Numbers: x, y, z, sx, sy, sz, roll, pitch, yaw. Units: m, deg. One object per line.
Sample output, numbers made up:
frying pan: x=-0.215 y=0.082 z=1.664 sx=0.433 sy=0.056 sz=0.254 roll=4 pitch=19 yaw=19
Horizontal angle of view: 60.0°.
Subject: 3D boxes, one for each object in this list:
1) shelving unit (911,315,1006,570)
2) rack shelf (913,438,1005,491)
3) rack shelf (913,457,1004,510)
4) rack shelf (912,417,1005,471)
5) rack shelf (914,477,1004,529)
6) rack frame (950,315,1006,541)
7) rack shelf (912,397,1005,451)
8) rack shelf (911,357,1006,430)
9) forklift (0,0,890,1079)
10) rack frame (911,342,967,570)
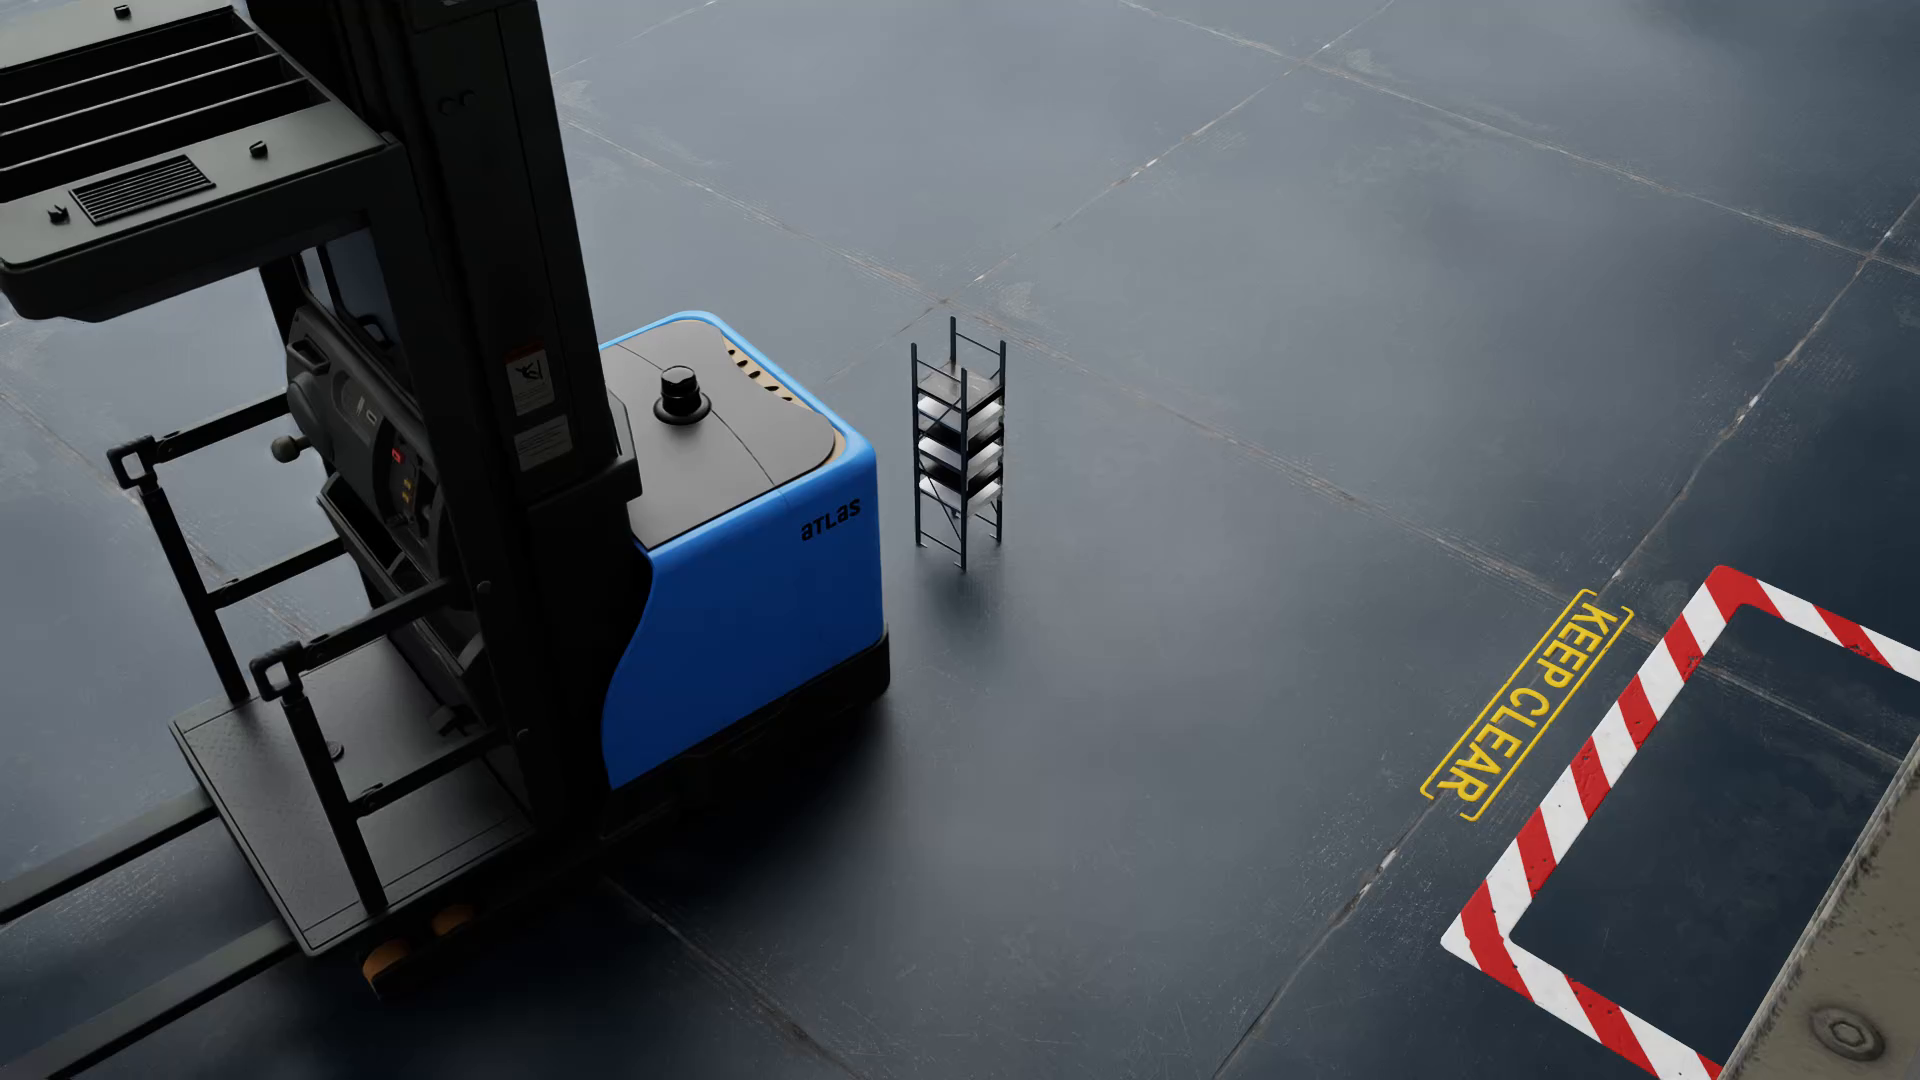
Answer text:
shelving unit: x=-0.005 y=-0.329 z=5.864 sx=0.258 sy=0.900 sz=0.210 roll=29 pitch=50 yaw=28
rack shelf: x=-0.005 y=-0.304 z=5.886 sx=0.258 sy=0.077 sz=0.200 roll=29 pitch=50 yaw=28
rack shelf: x=-0.005 y=-0.238 z=5.947 sx=0.258 sy=0.077 sz=0.200 roll=29 pitch=50 yaw=28
rack shelf: x=-0.005 y=-0.371 z=5.826 sx=0.258 sy=0.077 sz=0.200 roll=29 pitch=50 yaw=28
rack shelf: x=-0.005 y=-0.171 z=6.007 sx=0.258 sy=0.077 sz=0.200 roll=29 pitch=50 yaw=28
rack frame: x=0.060 y=-0.381 z=5.921 sx=0.240 sy=0.900 sz=0.006 roll=29 pitch=50 yaw=28
rack shelf: x=-0.005 y=-0.437 z=5.765 sx=0.258 sy=0.077 sz=0.200 roll=29 pitch=50 yaw=28
rack shelf: x=-0.005 y=-0.504 z=5.705 sx=0.258 sy=0.077 sz=0.200 roll=29 pitch=50 yaw=28
forklift: x=-1.697 y=-0.190 z=4.202 sx=3.031 sy=2.935 sz=1.130 roll=-28 pitch=49 yaw=-28
rack frame: x=-0.071 y=-0.276 z=5.806 sx=0.240 sy=0.900 sz=0.006 roll=29 pitch=50 yaw=28
